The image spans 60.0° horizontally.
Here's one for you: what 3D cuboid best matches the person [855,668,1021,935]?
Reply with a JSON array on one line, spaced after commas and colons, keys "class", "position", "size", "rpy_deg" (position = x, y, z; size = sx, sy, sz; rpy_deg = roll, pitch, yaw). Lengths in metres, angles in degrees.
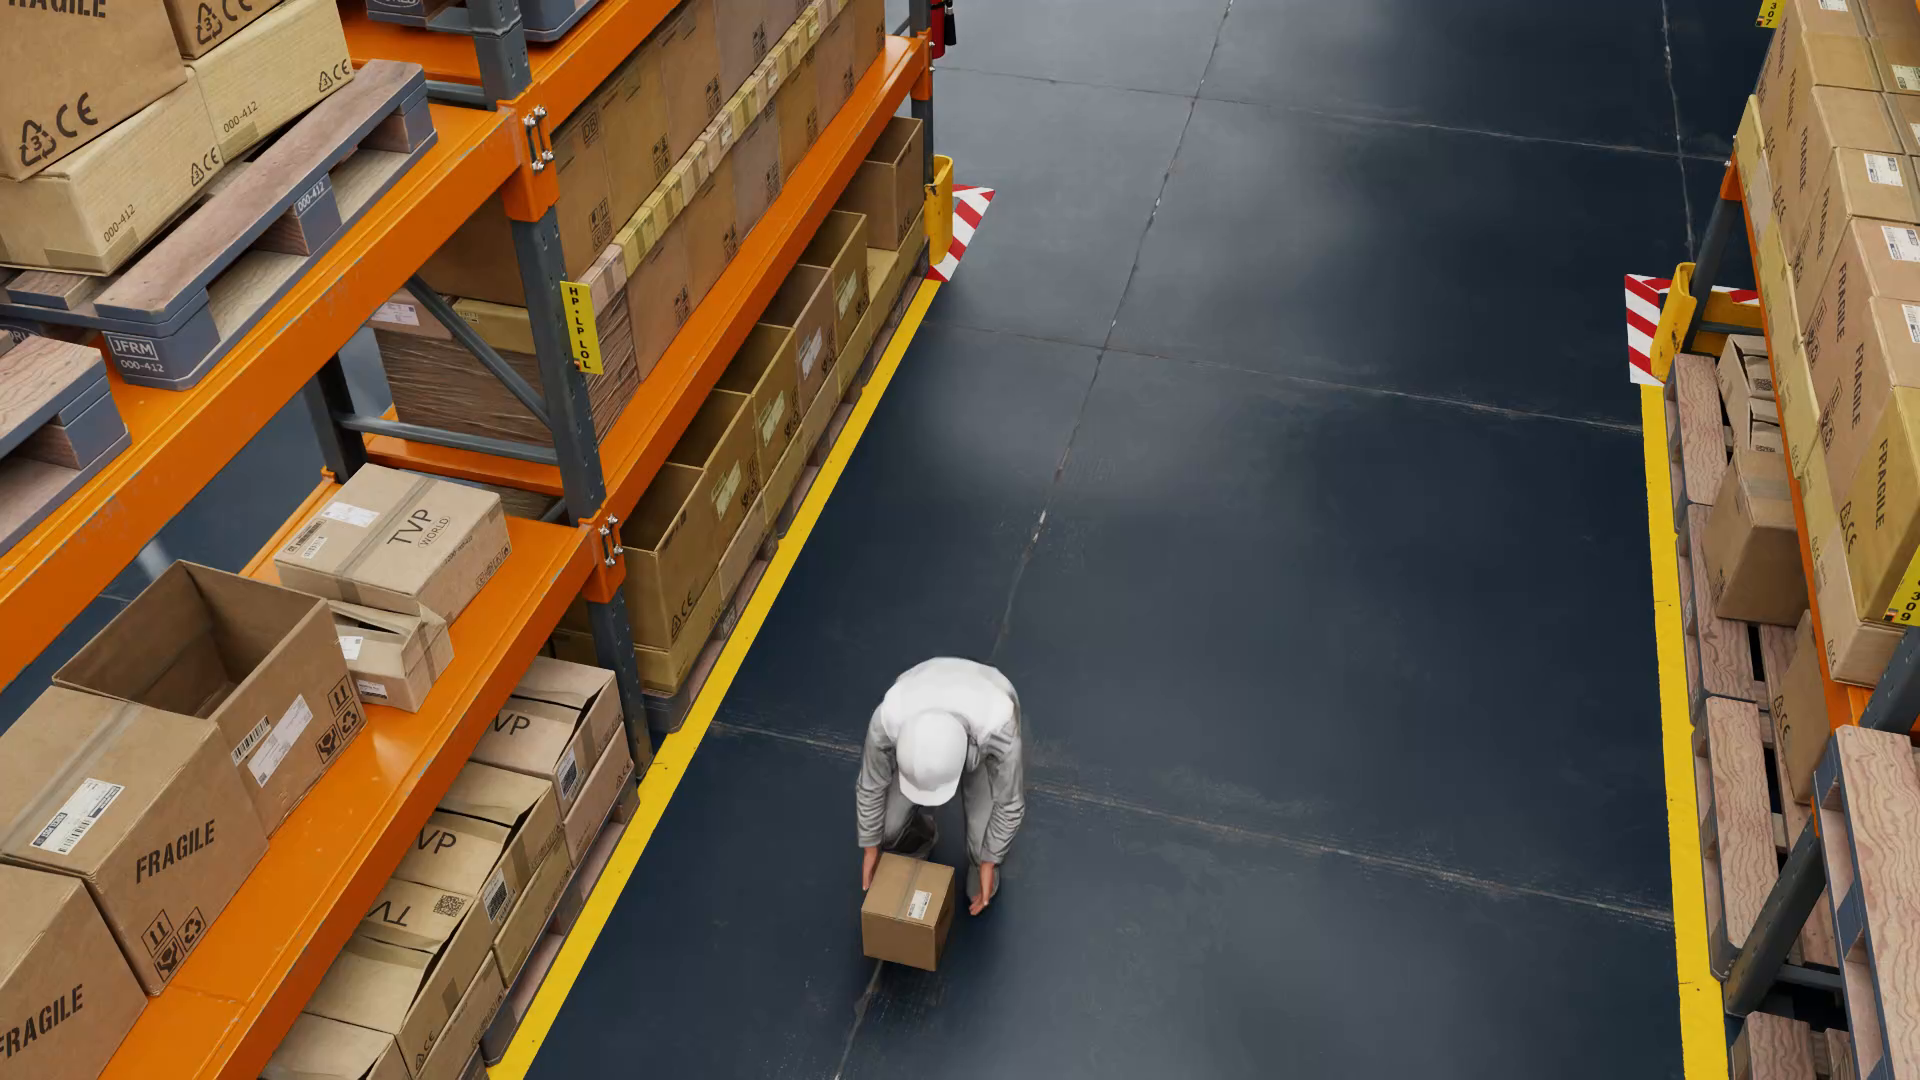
[{"class": "person", "position": [-0.032, 0.841, 5.661], "size": [0.556, 1.125, 0.865], "rpy_deg": [10, 42, 11]}]
